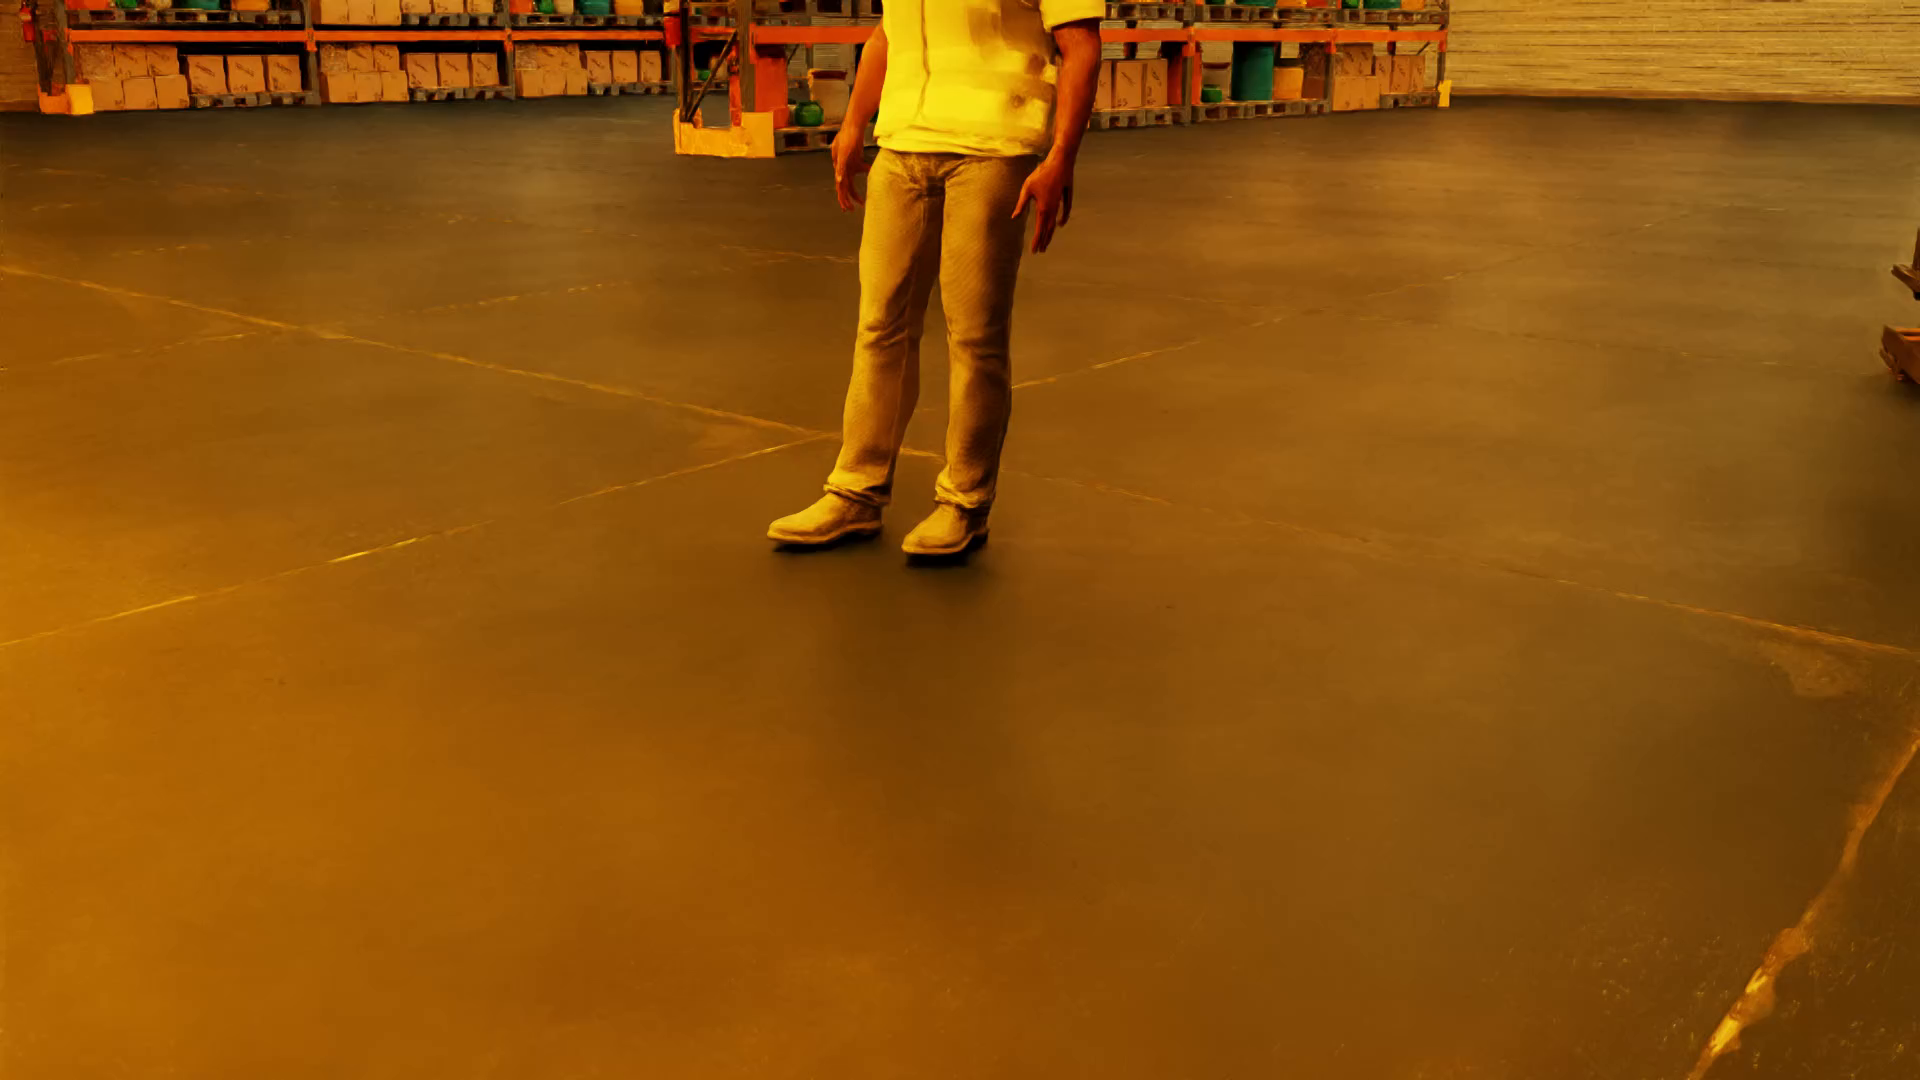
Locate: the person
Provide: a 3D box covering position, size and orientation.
[{"bbox_3d":[-0.049,-0.837,3.635,0.665,1.766,0.576,13,21,37],"label":"person"}]

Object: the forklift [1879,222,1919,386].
[{"bbox_3d":[3.720,-1.876,5.077,1.130,2.935,3.031,6,18,19],"label":"forklift"}]
